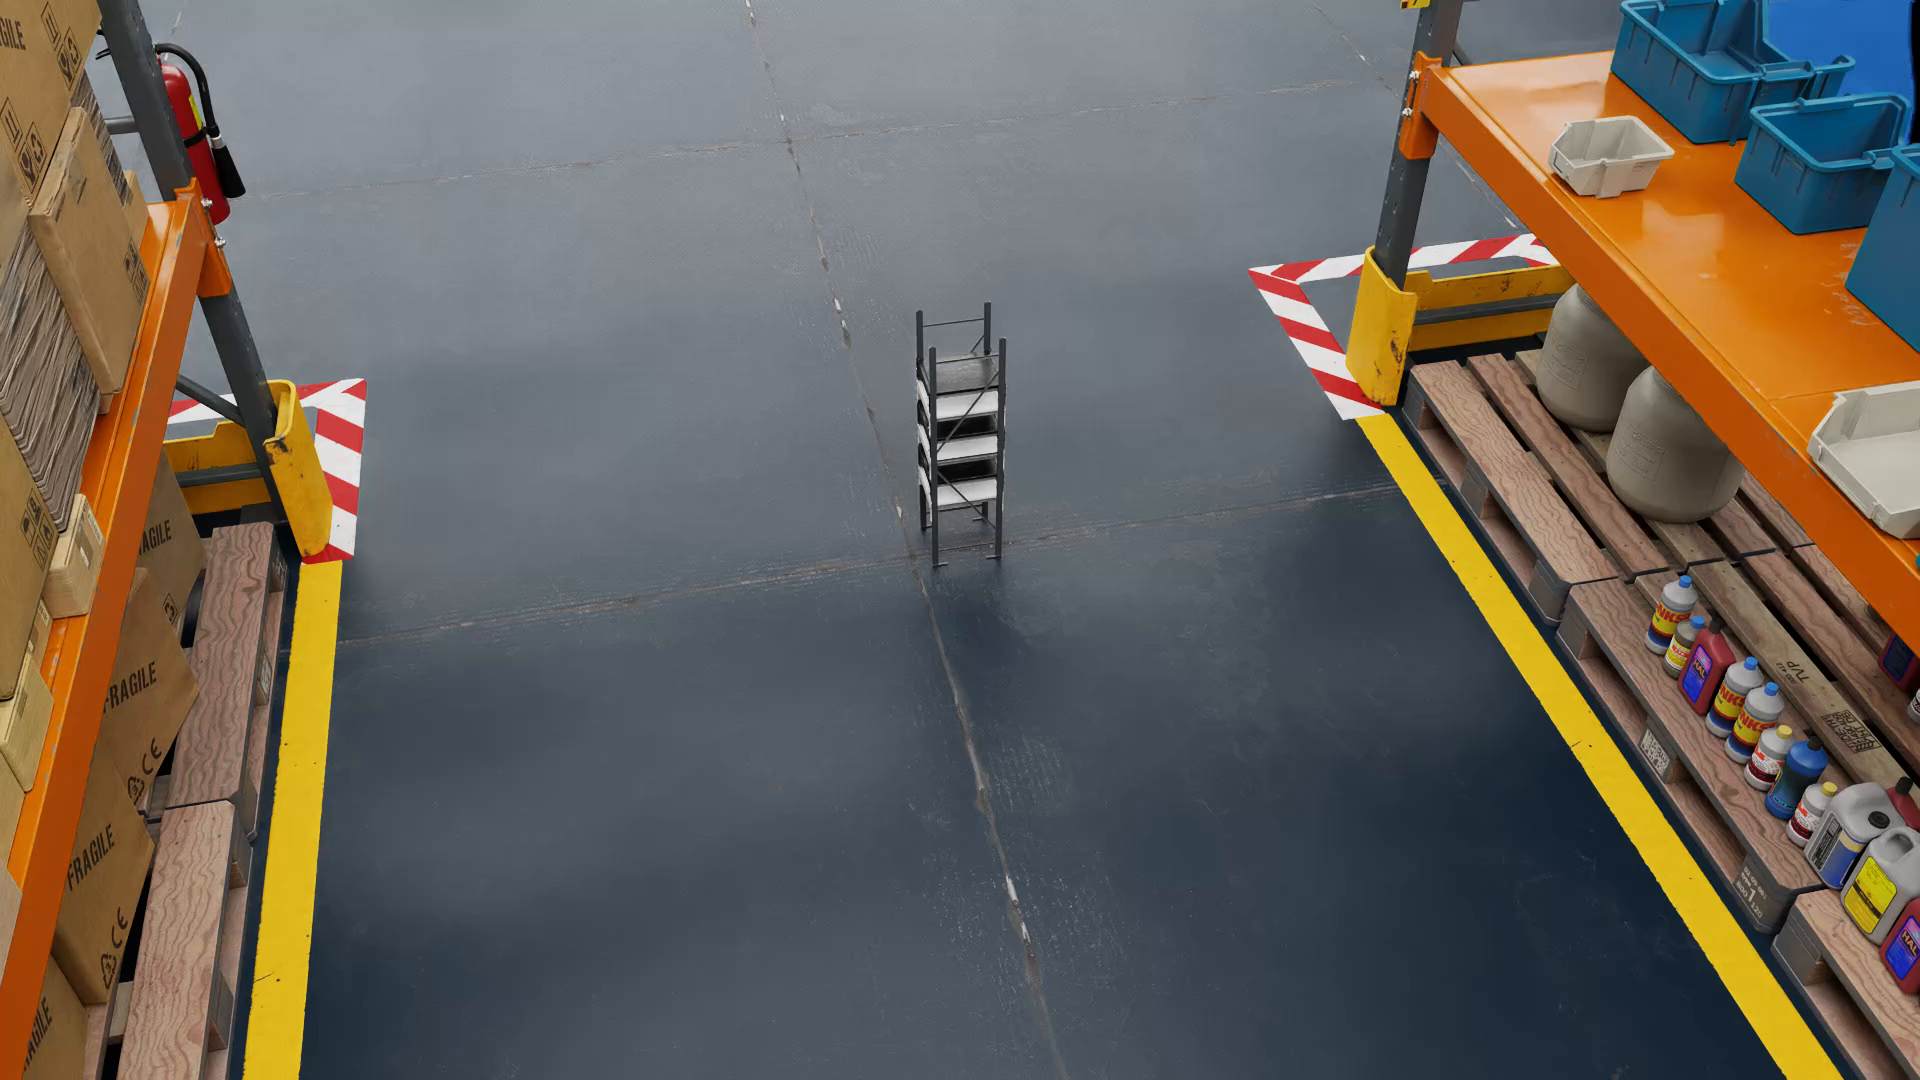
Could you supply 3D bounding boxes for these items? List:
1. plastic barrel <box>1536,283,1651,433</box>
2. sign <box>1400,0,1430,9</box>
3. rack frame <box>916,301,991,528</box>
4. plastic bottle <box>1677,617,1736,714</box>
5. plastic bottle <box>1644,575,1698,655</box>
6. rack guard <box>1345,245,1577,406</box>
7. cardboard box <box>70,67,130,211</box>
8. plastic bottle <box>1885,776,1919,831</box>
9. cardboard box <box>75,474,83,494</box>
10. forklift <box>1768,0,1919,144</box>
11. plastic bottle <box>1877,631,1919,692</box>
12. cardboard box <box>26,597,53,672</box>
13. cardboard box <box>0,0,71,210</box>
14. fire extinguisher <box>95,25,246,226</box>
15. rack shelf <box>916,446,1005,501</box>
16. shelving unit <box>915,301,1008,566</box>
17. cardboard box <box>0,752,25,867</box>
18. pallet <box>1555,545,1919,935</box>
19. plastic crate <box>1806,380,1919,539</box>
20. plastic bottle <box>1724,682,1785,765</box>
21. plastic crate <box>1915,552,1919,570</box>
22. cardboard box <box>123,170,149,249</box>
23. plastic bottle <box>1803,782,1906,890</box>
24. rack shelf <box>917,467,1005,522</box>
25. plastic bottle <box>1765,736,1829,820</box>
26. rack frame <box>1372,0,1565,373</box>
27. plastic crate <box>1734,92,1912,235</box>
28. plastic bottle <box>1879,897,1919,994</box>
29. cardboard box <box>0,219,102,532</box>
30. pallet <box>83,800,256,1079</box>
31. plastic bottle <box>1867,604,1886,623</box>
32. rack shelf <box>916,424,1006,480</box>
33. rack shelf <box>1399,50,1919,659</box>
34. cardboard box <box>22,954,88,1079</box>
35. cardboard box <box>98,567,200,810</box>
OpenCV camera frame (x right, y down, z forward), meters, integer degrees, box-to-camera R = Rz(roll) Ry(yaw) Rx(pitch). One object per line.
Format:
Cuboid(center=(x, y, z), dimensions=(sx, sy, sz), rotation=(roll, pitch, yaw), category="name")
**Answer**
Cuboid(center=(2.263, -0.672, 5.805), dimensions=(0.421, 0.512, 0.421), rotation=(0, 42, 0), category="plastic barrel")
Cuboid(center=(1.508, -1.888, 5.409), dimensions=(0.100, 0.325, 0.005), rotation=(-8, 42, -9), category="sign")
Cuboid(center=(-0.020, -0.397, 5.520), dimensions=(0.240, 0.900, 0.006), rotation=(-8, 42, -9), category="rack frame")
Cuboid(center=(2.164, 0.360, 4.800), dimensions=(0.061, 0.283, 0.133), rotation=(-8, 42, -9), category="plastic bottle")
Cuboid(center=(2.133, 0.215, 4.972), dimensions=(0.097, 0.271, 0.097), rotation=(0, 42, 0), category="plastic bottle")
Cuboid(center=(2.108, -0.883, 6.368), dimensions=(1.175, 0.500, 0.348), rotation=(-8, 42, -9), category="rack guard")
Cuboid(center=(-2.698, -0.939, 4.249), dimensions=(0.875, 0.500, 0.500), rotation=(-8, 42, -9), category="cardboard box")
Cuboid(center=(2.450, 0.752, 4.358), dimensions=(0.061, 0.283, 0.133), rotation=(-8, 42, -9), category="plastic bottle")
Cuboid(center=(-2.241, -0.094, 3.785), dimensions=(0.380, 0.149, 0.250), rotation=(-8, 42, -9), category="cardboard box")
Cuboid(center=(4.483, -2.132, 5.944), dimensions=(1.130, 2.935, 3.031), rotation=(-12, 43, -13), category="forklift")
Cuboid(center=(2.794, 0.301, 4.866), dimensions=(0.061, 0.283, 0.133), rotation=(-8, 42, -9), category="plastic bottle")
Cuboid(center=(-2.115, 0.228, 3.423), dimensions=(0.380, 0.149, 0.250), rotation=(-8, 42, -9), category="cardboard box")
Cuboid(center=(-2.317, -1.029, 3.597), dimensions=(0.500, 0.500, 0.500), rotation=(-8, 42, -9), category="cardboard box")
Cuboid(center=(-2.365, -1.262, 4.971), dimensions=(0.296, 0.674, 0.183), rotation=(-8, 42, -9), category="fire extinguisher")
Cuboid(center=(0.002, -0.239, 5.527), dimensions=(0.258, 0.077, 0.200), rotation=(-8, 42, -9), category="rack shelf")
Cuboid(center=(0.002, -0.331, 5.445), dimensions=(0.258, 0.900, 0.210), rotation=(-8, 42, -9), category="shelving unit")
Cuboid(center=(-1.974, 0.547, 3.064), dimensions=(0.380, 0.149, 0.250), rotation=(-8, 42, -9), category="cardboard box")
Cuboid(center=(2.538, 0.541, 4.981), dimensions=(1.003, 0.211, 1.213), rotation=(-8, 42, -9), category="pallet")
Cuboid(center=(2.311, -0.185, 3.898), dimensions=(0.530, 0.136, 0.437), rotation=(-8, 42, -9), category="plastic crate")
Cuboid(center=(2.228, 0.502, 4.649), dimensions=(0.097, 0.271, 0.097), rotation=(0, 42, 0), category="plastic bottle")
Cuboid(center=(2.405, 0.109, 3.479), dimensions=(0.499, 0.251, 0.616), rotation=(-8, 42, -9), category="plastic crate")
Cuboid(center=(-2.527, -0.902, 4.696), dimensions=(0.380, 0.149, 0.250), rotation=(-8, 42, -9), category="cardboard box")
Cuboid(center=(2.346, 0.771, 4.343), dimensions=(0.152, 0.276, 0.135), rotation=(-8, 42, -8), category="plastic bottle")
Cuboid(center=(0.002, -0.172, 5.587), dimensions=(0.258, 0.077, 0.200), rotation=(-8, 42, -9), category="rack shelf")
Cuboid(center=(2.272, 0.634, 4.501), dimensions=(0.097, 0.271, 0.097), rotation=(0, 42, 0), category="plastic bottle")
Cuboid(center=(2.046, -1.861, 5.586), dimensions=(1.000, 3.000, 0.127), rotation=(-8, 42, -9), category="rack frame")
Cuboid(center=(2.581, -1.102, 4.843), dimensions=(0.499, 0.251, 0.408), rotation=(-8, 42, -9), category="plastic crate")
Cuboid(center=(2.372, 0.983, 4.097), dimensions=(0.061, 0.283, 0.133), rotation=(-6, 42, -6), category="plastic bottle")
Cuboid(center=(-2.408, -0.302, 3.531), dimensions=(0.875, 0.500, 0.500), rotation=(-8, 42, -9), category="cardboard box")
Cuboid(center=(-2.373, 1.262, 4.169), dimensions=(1.003, 0.211, 1.213), rotation=(-8, 42, -9), category="pallet")
Cuboid(center=(2.870, 0.149, 5.099), dimensions=(0.097, 0.201, 0.097), rotation=(0, 42, 0), category="plastic bottle")
Cuboid(center=(0.002, -0.306, 5.467), dimensions=(0.258, 0.077, 0.200), rotation=(-8, 42, -9), category="rack shelf")
Cuboid(center=(2.478, -0.295, 4.365), dimensions=(1.077, 0.370, 4.000), rotation=(-8, 42, -9), category="rack shelf")
Cuboid(center=(-2.316, 1.193, 3.713), dimensions=(0.500, 0.500, 0.500), rotation=(-12, 43, -13), category="cardboard box")
Cuboid(center=(-2.509, 0.417, 4.588), dimensions=(0.500, 0.500, 0.500), rotation=(2, 42, 2), category="cardboard box")
